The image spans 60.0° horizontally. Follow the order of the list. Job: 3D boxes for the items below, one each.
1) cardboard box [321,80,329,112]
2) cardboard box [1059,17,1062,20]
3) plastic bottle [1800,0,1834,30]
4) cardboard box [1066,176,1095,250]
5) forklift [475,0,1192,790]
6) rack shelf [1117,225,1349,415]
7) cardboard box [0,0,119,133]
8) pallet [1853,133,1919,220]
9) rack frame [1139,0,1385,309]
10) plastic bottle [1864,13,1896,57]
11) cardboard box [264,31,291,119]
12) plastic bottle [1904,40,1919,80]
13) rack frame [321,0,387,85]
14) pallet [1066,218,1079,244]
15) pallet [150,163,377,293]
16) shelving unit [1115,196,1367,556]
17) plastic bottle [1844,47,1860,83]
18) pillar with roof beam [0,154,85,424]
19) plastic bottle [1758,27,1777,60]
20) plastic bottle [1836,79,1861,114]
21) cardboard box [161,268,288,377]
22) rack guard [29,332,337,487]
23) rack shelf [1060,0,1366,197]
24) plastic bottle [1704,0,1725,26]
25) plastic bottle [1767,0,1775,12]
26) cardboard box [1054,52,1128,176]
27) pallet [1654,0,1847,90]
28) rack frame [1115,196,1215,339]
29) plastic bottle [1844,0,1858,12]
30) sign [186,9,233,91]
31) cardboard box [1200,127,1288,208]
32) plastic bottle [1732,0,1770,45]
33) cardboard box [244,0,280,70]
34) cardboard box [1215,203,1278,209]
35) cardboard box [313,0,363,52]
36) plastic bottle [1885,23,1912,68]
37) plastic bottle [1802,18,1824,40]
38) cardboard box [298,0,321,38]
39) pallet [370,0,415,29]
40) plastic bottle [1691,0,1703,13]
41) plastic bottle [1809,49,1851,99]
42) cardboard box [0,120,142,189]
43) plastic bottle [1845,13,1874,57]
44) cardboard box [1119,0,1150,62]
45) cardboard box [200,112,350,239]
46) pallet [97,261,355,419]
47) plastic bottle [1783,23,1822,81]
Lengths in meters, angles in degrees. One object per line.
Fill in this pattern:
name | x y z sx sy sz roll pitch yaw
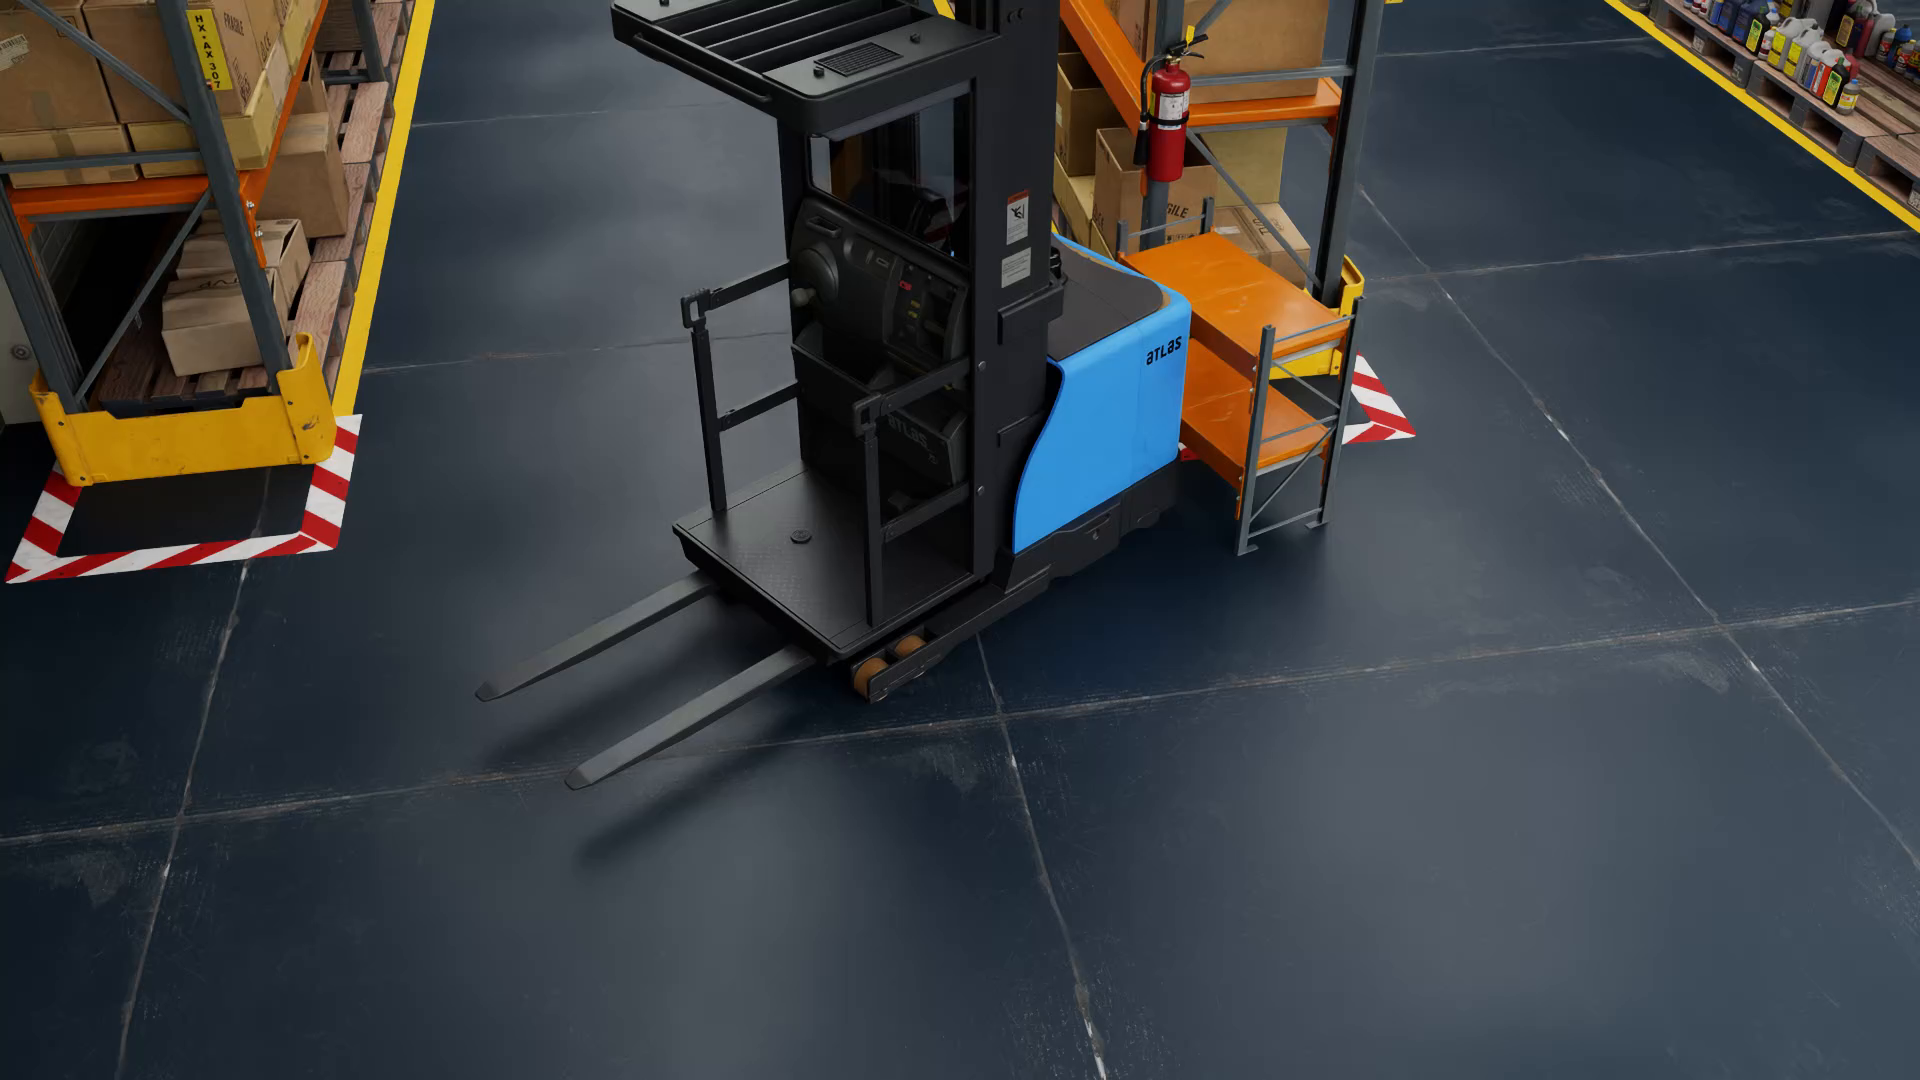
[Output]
cardboard box | -4.093 -2.693 10.223 0.380 0.166 0.250 -11 39 -14
cardboard box | 0.608 -2.952 9.892 0.500 0.500 0.500 -6 38 -8
plastic bottle | 5.826 -3.617 11.322 0.152 0.276 0.135 -6 38 -8
cardboard box | 0.876 -1.750 8.957 0.500 0.250 0.500 -6 38 -8
forklift | -0.461 -0.895 6.014 3.031 2.935 1.130 -30 47 -32
rack shelf | 1.155 -0.960 7.091 0.538 0.278 1.000 -19 42 -23
cardboard box | -3.807 -2.049 6.937 0.500 0.500 0.500 -7 38 -8
pallet | 6.041 -2.039 9.702 1.003 0.211 1.213 -6 38 -8
rack frame | 1.361 -2.077 7.479 1.000 3.000 0.127 -6 38 -8
plastic bottle | 6.048 -3.355 10.984 0.152 0.276 0.135 -6 38 -7
cardboard box | -3.394 -2.132 7.655 0.500 0.250 0.500 -7 38 -9
plastic bottle | 6.149 -3.100 10.661 0.097 0.271 0.097 0 38 0
rack frame | -4.217 -3.958 9.900 1.000 3.000 0.127 -6 38 -8
pallet | 1.185 -1.434 8.923 1.003 0.211 1.213 -6 38 -8
pallet | -3.847 -1.717 9.288 1.003 0.211 1.213 -6 38 -8
shelving unit | 1.155 -0.728 7.271 0.538 1.125 1.048 -19 42 -23
plastic bottle | 5.572 -2.938 10.442 0.061 0.283 0.133 -6 38 -8
pillar with roof beam | -0.252 -4.704 5.970 9.100 9.000 0.400 -6 38 -8
plastic bottle | 5.329 -3.273 10.940 0.097 0.201 0.097 0 38 0
plastic bottle | 5.485 -2.739 10.253 0.097 0.201 0.097 0 38 0
cardboard box | -3.548 -1.082 8.031 0.500 0.311 0.500 -10 39 -13
rack guard | -3.529 -0.601 7.616 1.175 0.500 0.348 -6 38 -8
rack shelf | 1.010 -3.001 9.255 1.077 0.370 4.000 -6 38 -8
plastic bottle | 5.245 -3.690 11.416 0.152 0.276 0.135 -5 38 -6
plastic bottle | 5.414 -3.513 11.193 0.097 0.271 0.097 0 38 0
cardboard box | 0.784 -2.348 9.115 0.500 0.500 0.500 -6 38 -8
pallet | 5.614 -3.513 11.599 1.003 0.211 1.213 -6 38 -8
rack frame | 0.905 -1.000 7.620 0.500 1.125 0.032 -19 42 -23
plastic bottle | 6.037 -3.557 11.239 0.061 0.283 0.133 -4 38 -5
sign | -2.981 -1.943 6.600 0.100 0.325 0.005 -6 38 -8
cardboard box | 1.396 -2.103 8.800 0.500 0.500 0.500 -6 38 -8
plastic bottle | 5.303 -3.505 11.118 0.144 0.351 0.185 -8 39 -10
cardboard box | -3.380 -2.407 7.399 0.500 0.500 0.500 -6 38 -8
cardboard box | 1.394 -1.807 9.030 0.500 0.250 0.500 -6 38 -8
cardboard box | -4.362 -3.588 11.102 0.700 0.500 0.500 -5 38 -6
plastic bottle | 6.114 -3.223 10.819 0.097 0.271 0.097 0 38 0
plastic bottle | 5.519 -3.250 10.850 0.152 0.276 0.135 -6 38 -8
cardboard box | -3.563 -2.746 8.445 0.500 0.250 0.500 -6 38 -8
pallet | -4.572 -4.066 12.311 1.003 0.211 1.213 -6 38 -8
plastic bottle | 5.179 -3.792 11.608 0.097 0.201 0.097 0 38 0
plastic bottle | 5.467 -2.923 10.429 0.152 0.276 0.135 -6 38 -8
cardboard box | -3.788 -1.753 7.167 0.500 0.250 0.500 -6 38 -7
plastic bottle | 5.944 -3.346 10.967 0.061 0.283 0.133 -6 38 -8
cardboard box | 1.195 -2.717 8.221 0.700 0.500 0.500 -5 38 -7
cardboard box | -3.728 -1.949 8.993 0.700 0.500 0.500 -9 39 -11
pallet | -3.636 -0.982 8.341 1.003 0.211 1.213 -6 38 -8
plastic bottle | 5.410 -3.136 10.643 0.144 0.351 0.185 -5 38 -6
